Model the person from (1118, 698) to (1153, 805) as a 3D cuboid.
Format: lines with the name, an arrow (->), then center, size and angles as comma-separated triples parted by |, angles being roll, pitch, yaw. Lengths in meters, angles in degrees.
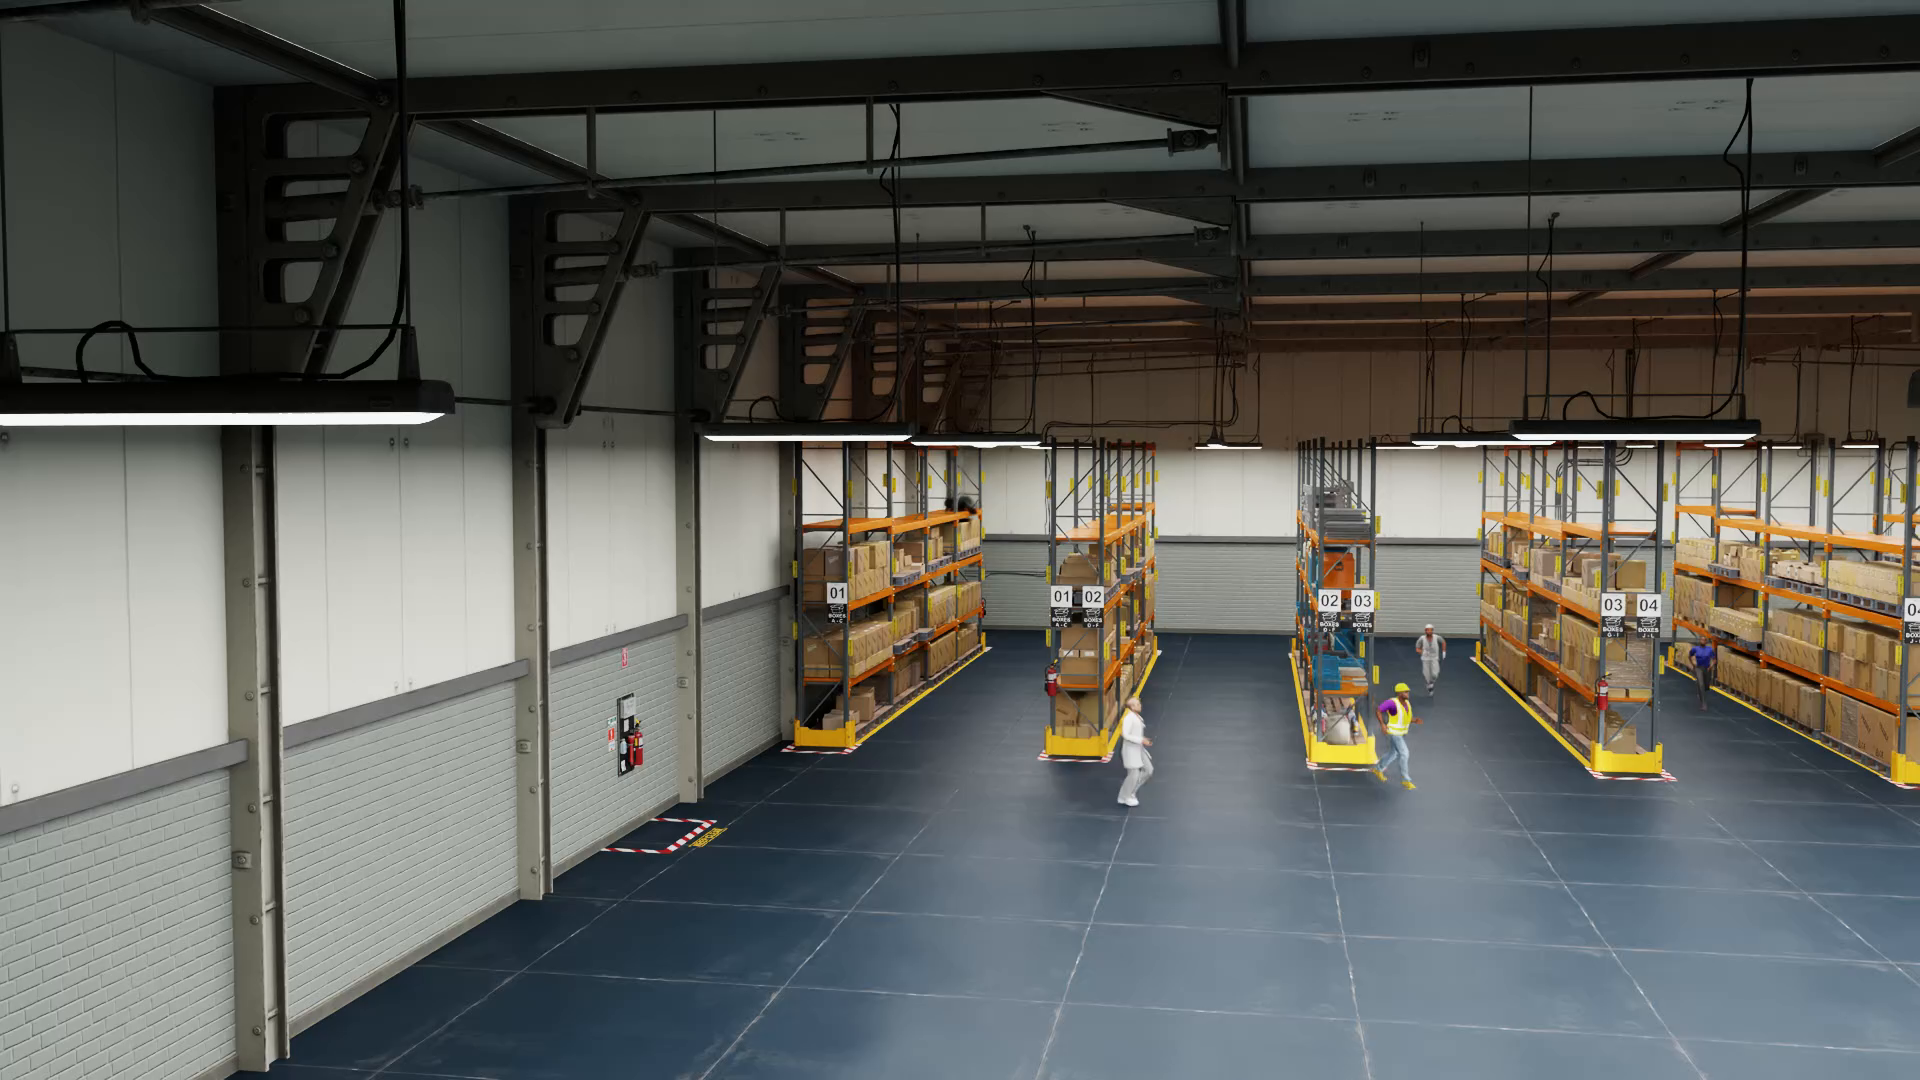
person -> 2.850, 3.420, 26.874 | 0.651, 1.746, 0.717 | 2, 3, 28

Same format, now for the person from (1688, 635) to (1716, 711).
person -> 16.655, 2.961, 37.288 | 0.552, 1.649, 0.997 | 0, 3, 9

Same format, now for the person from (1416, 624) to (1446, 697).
person -> 10.921, 2.811, 38.538 | 0.707, 1.728, 0.657 | 1, 3, 9

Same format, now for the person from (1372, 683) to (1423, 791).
person -> 7.467, 3.337, 28.488 | 0.929, 1.798, 0.631 | 3, 4, 44
